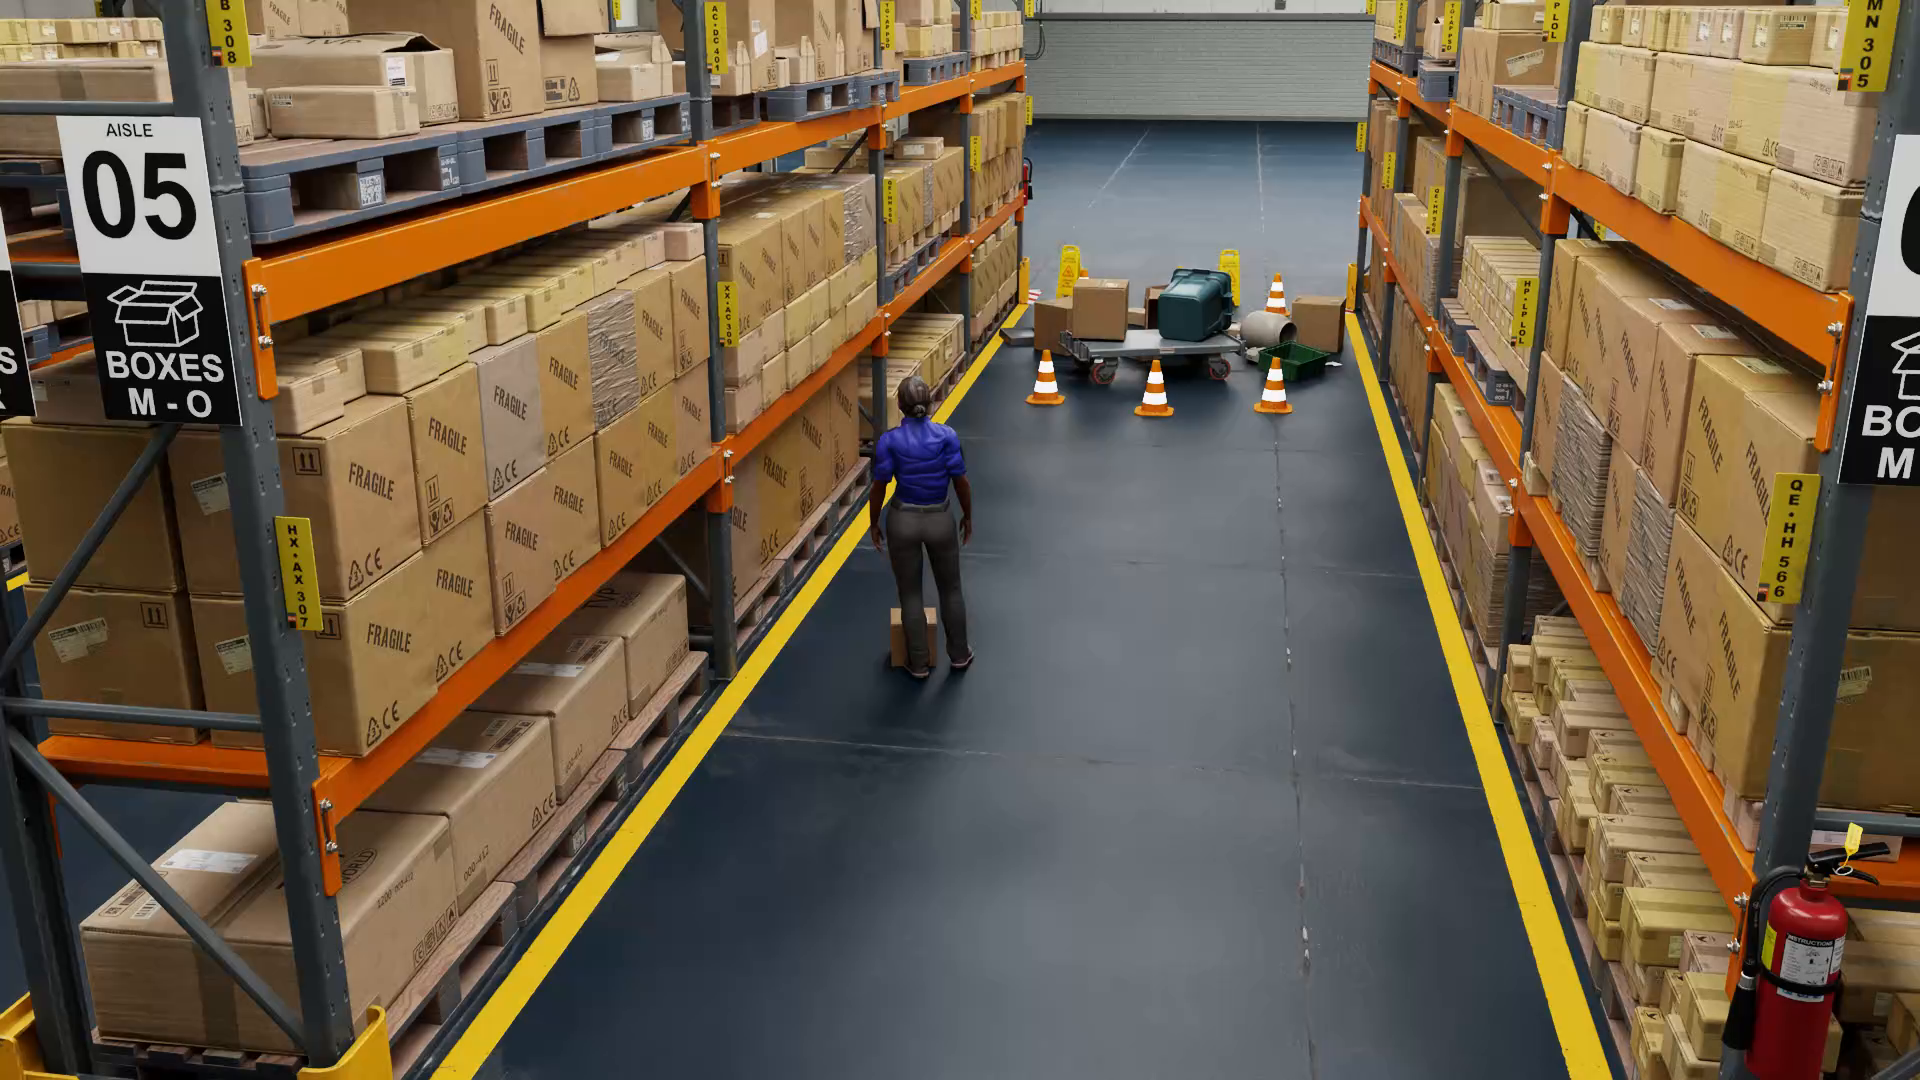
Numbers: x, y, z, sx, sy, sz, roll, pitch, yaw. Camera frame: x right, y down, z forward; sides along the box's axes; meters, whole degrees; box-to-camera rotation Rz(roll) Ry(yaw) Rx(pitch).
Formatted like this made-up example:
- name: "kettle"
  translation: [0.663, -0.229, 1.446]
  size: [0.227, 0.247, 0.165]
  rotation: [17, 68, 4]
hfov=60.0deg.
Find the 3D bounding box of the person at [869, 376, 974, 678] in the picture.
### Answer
- name: "person"
  translation: [-0.195, -0.082, 8.789]
  size: [0.569, 1.657, 0.502]
  rotation: [-1, 18, -4]
